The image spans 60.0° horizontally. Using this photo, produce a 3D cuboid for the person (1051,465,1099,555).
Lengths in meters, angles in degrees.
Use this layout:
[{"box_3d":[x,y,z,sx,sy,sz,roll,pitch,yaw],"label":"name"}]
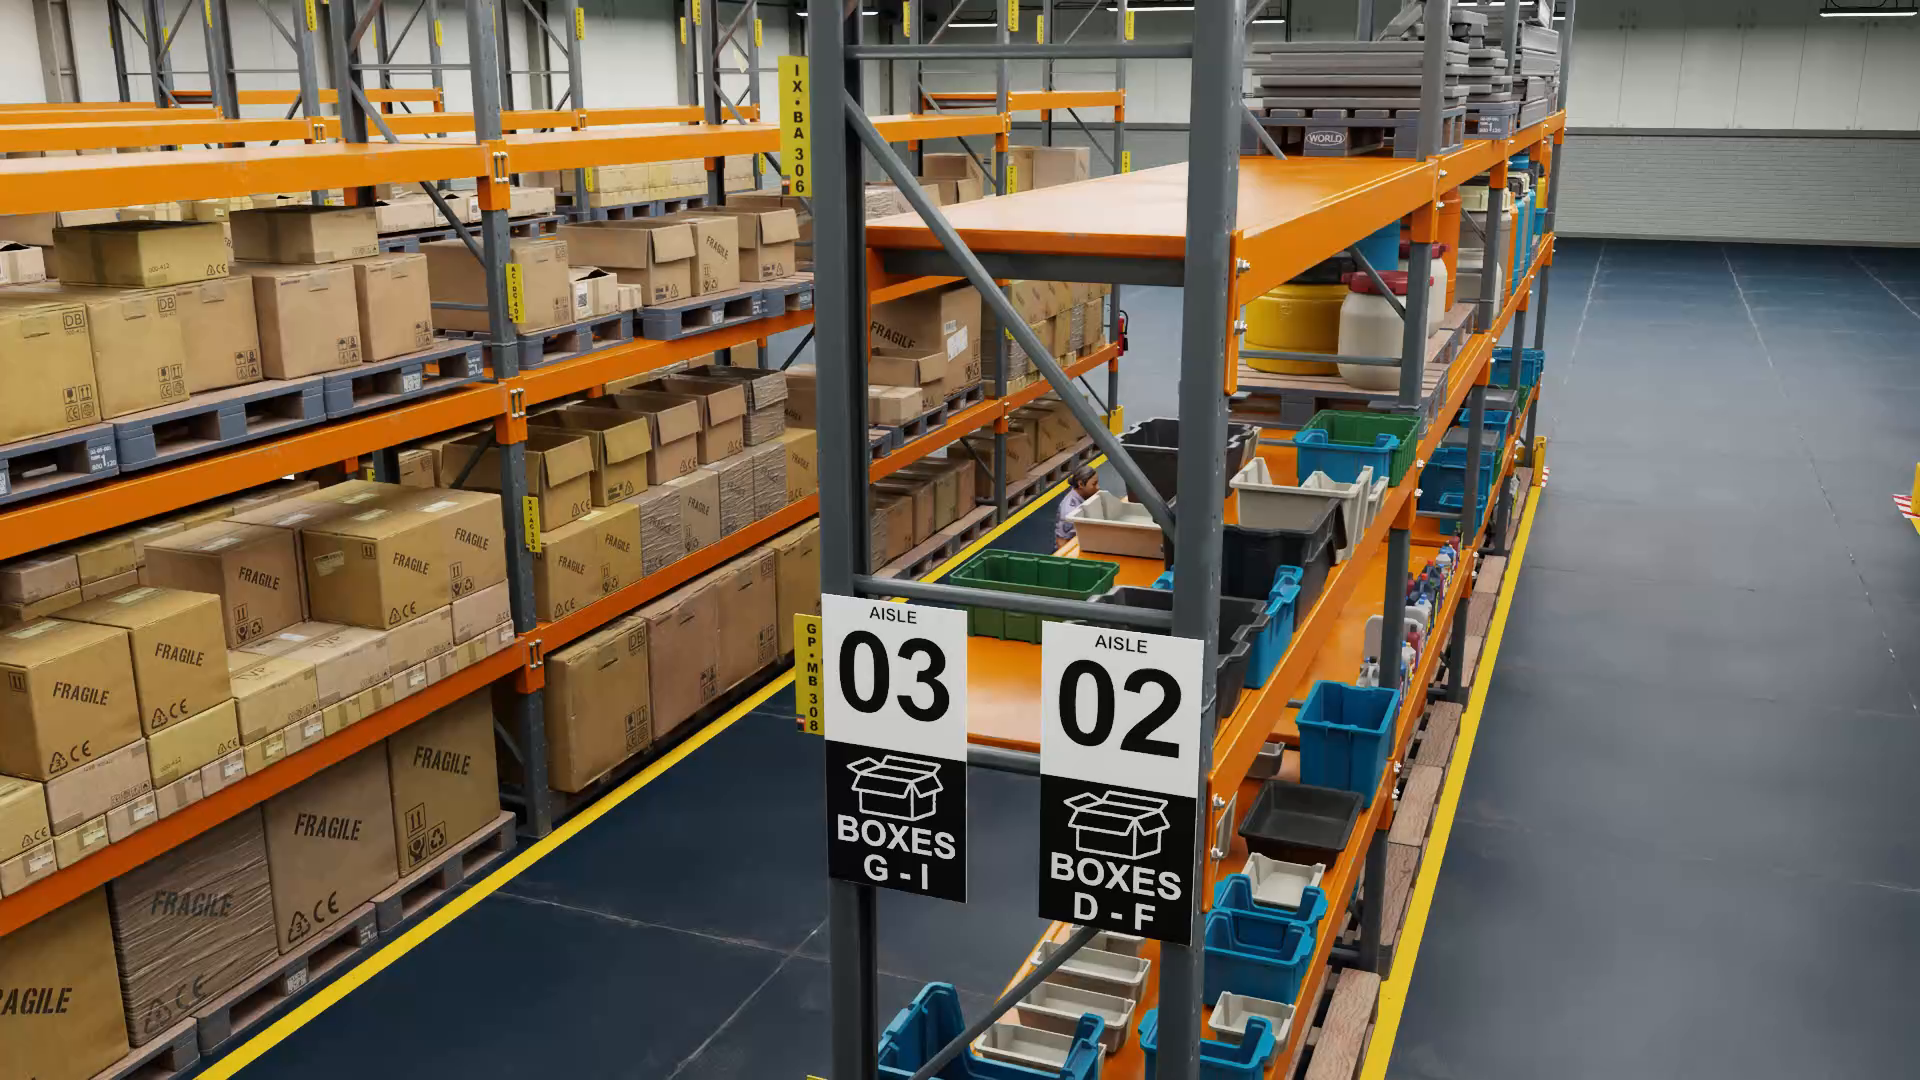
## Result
[{"box_3d":[0.873,0.236,12.696,0.369,1.648,0.540,6,17,21],"label":"person"}]
